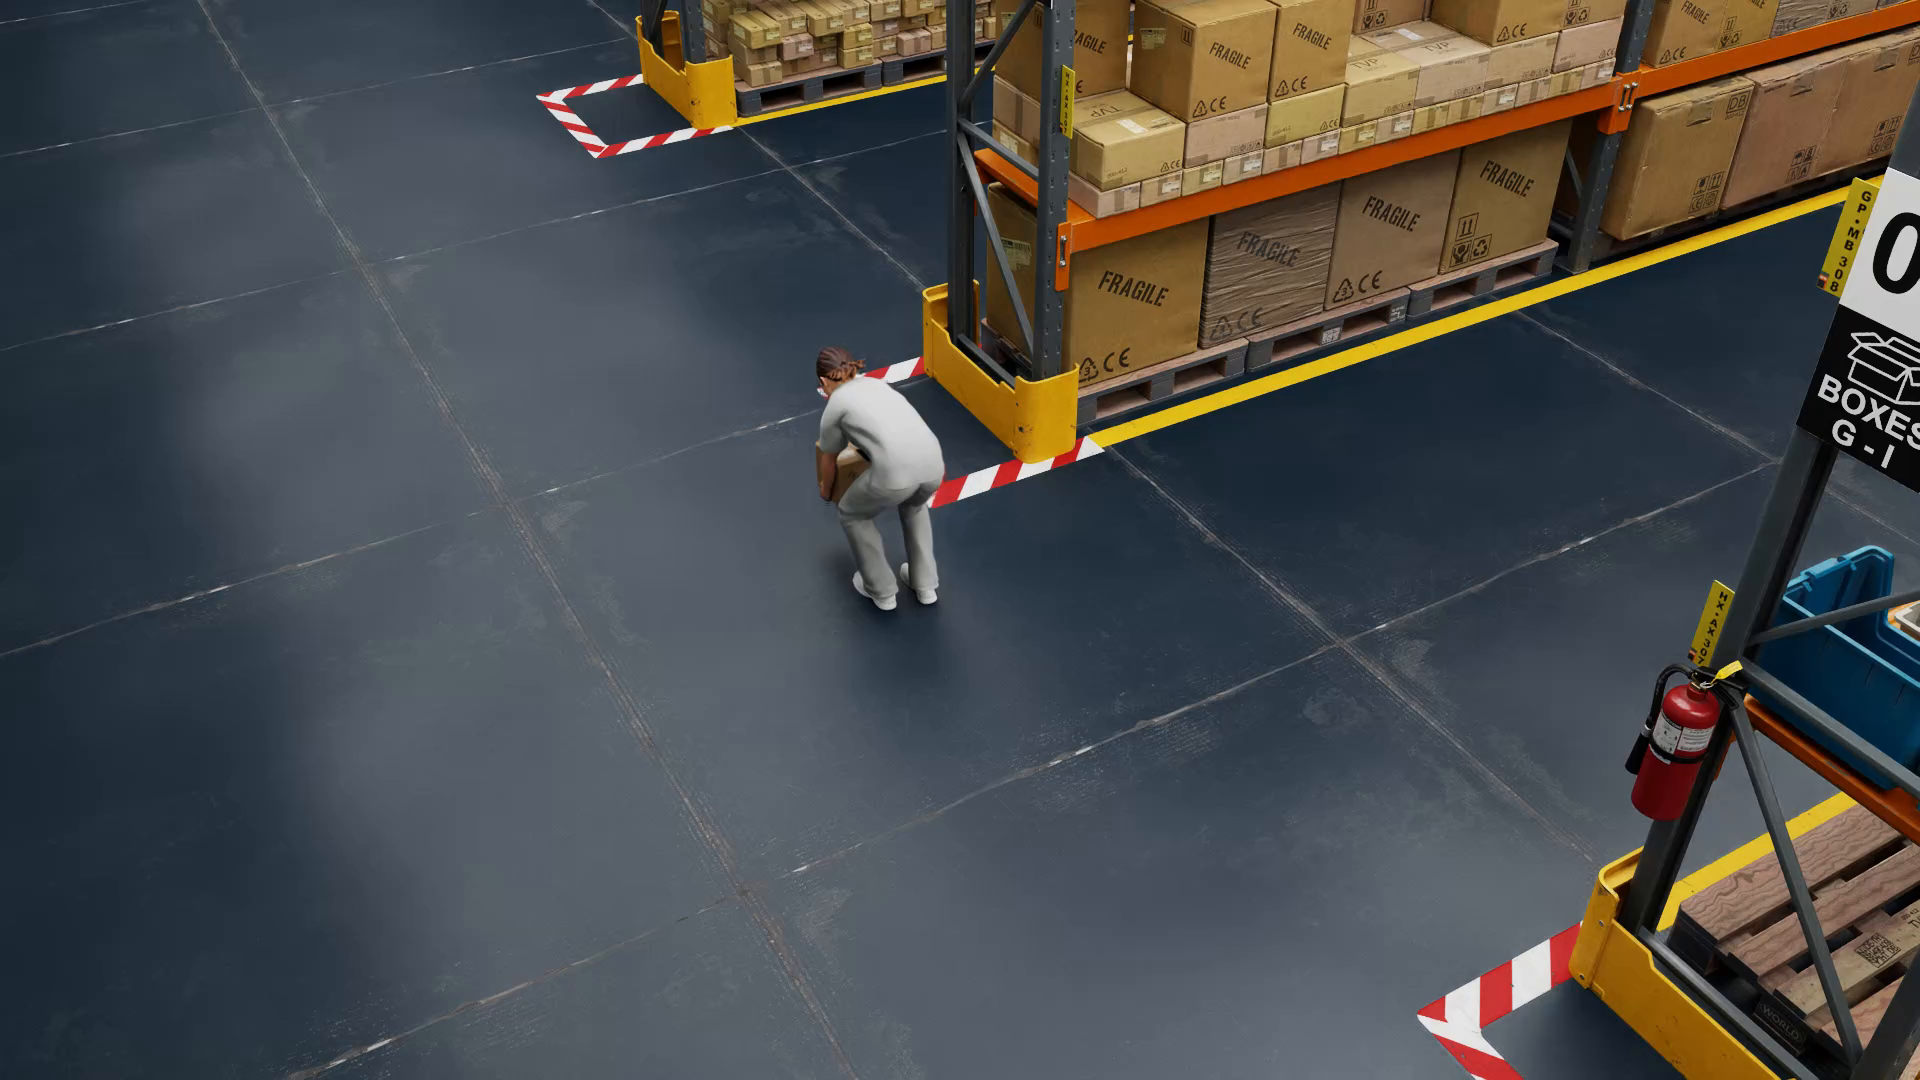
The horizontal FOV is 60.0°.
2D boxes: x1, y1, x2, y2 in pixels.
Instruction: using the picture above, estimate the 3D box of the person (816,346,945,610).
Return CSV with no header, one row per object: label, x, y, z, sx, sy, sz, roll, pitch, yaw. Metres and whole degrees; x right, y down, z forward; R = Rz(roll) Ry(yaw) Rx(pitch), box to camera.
person,-0.392,-0.280,7.755,0.439,1.129,0.856,-21,42,-26
